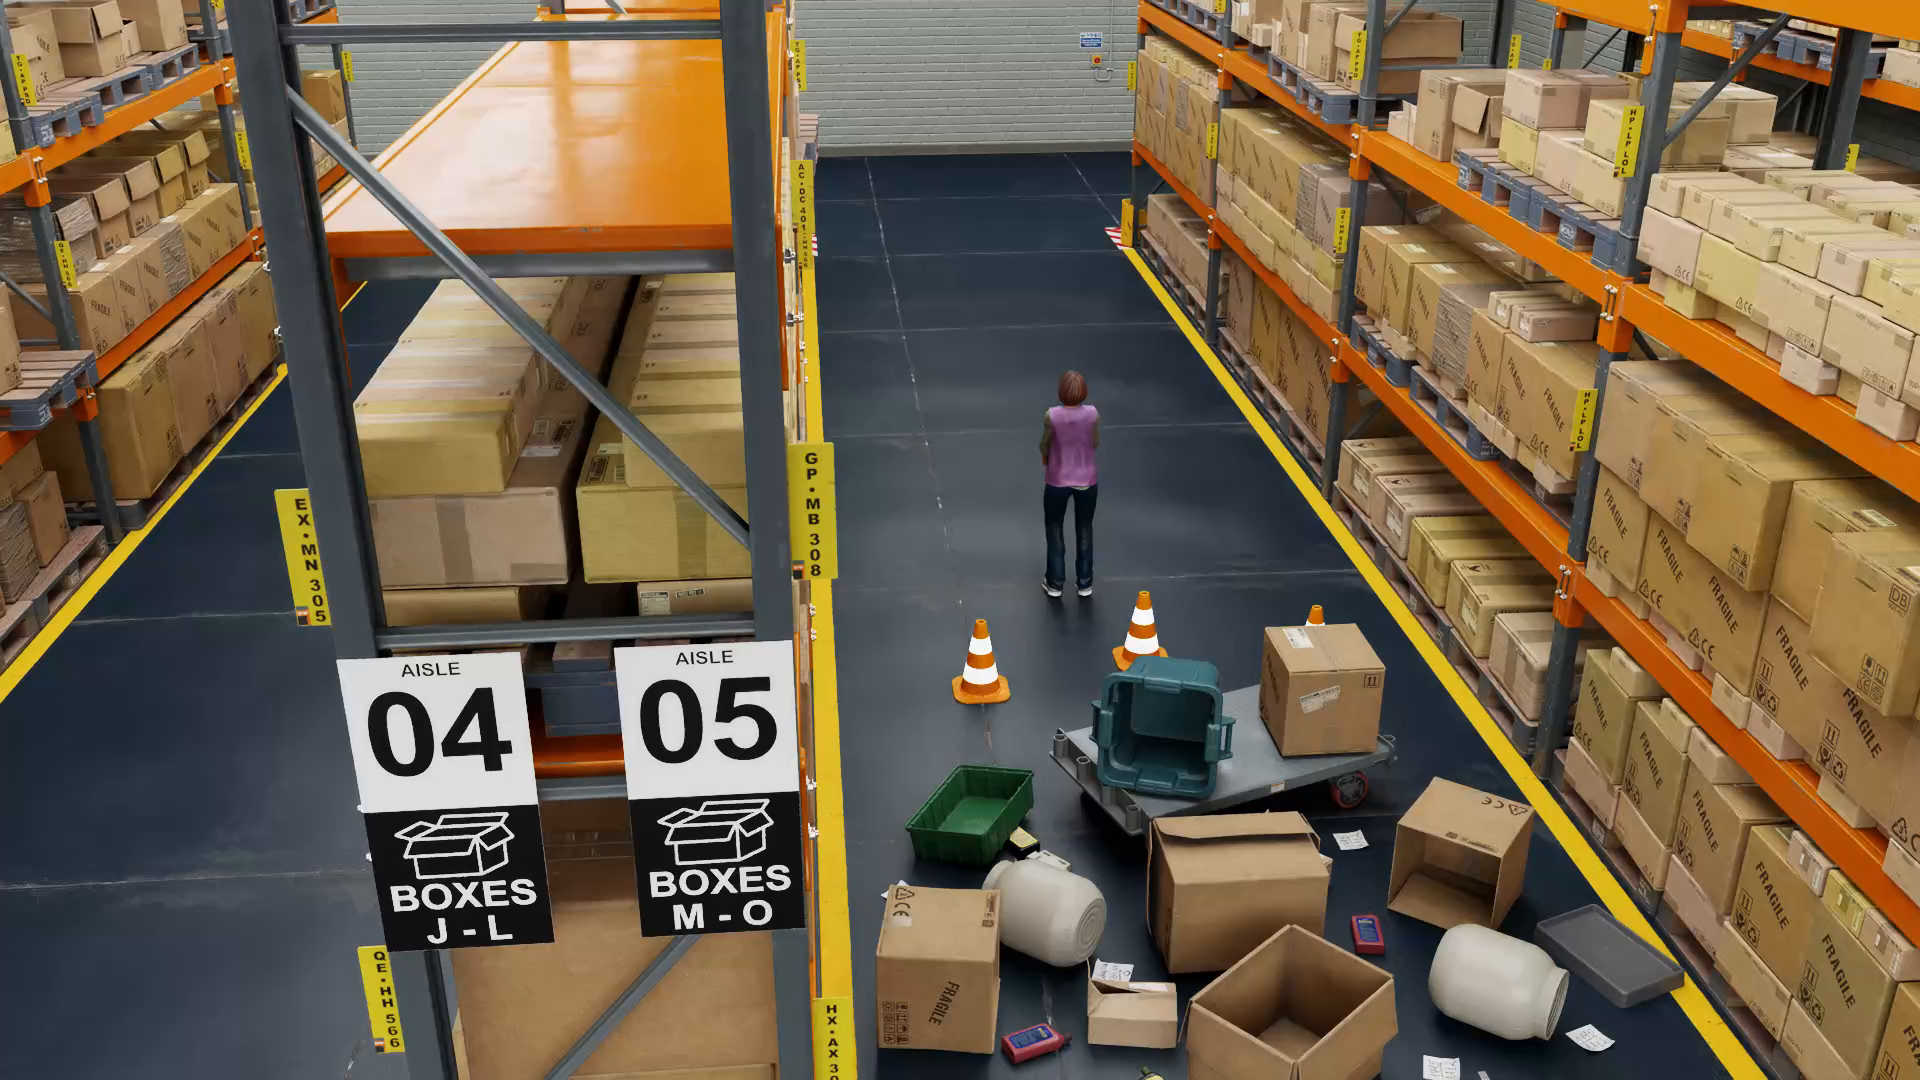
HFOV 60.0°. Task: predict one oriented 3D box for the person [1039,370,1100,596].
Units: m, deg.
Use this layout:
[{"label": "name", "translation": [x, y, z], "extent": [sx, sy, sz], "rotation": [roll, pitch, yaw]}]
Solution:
[{"label": "person", "translation": [0.720, -0.407, 11.031], "extent": [0.405, 1.589, 0.492], "rotation": [-2, 24, -4]}]
